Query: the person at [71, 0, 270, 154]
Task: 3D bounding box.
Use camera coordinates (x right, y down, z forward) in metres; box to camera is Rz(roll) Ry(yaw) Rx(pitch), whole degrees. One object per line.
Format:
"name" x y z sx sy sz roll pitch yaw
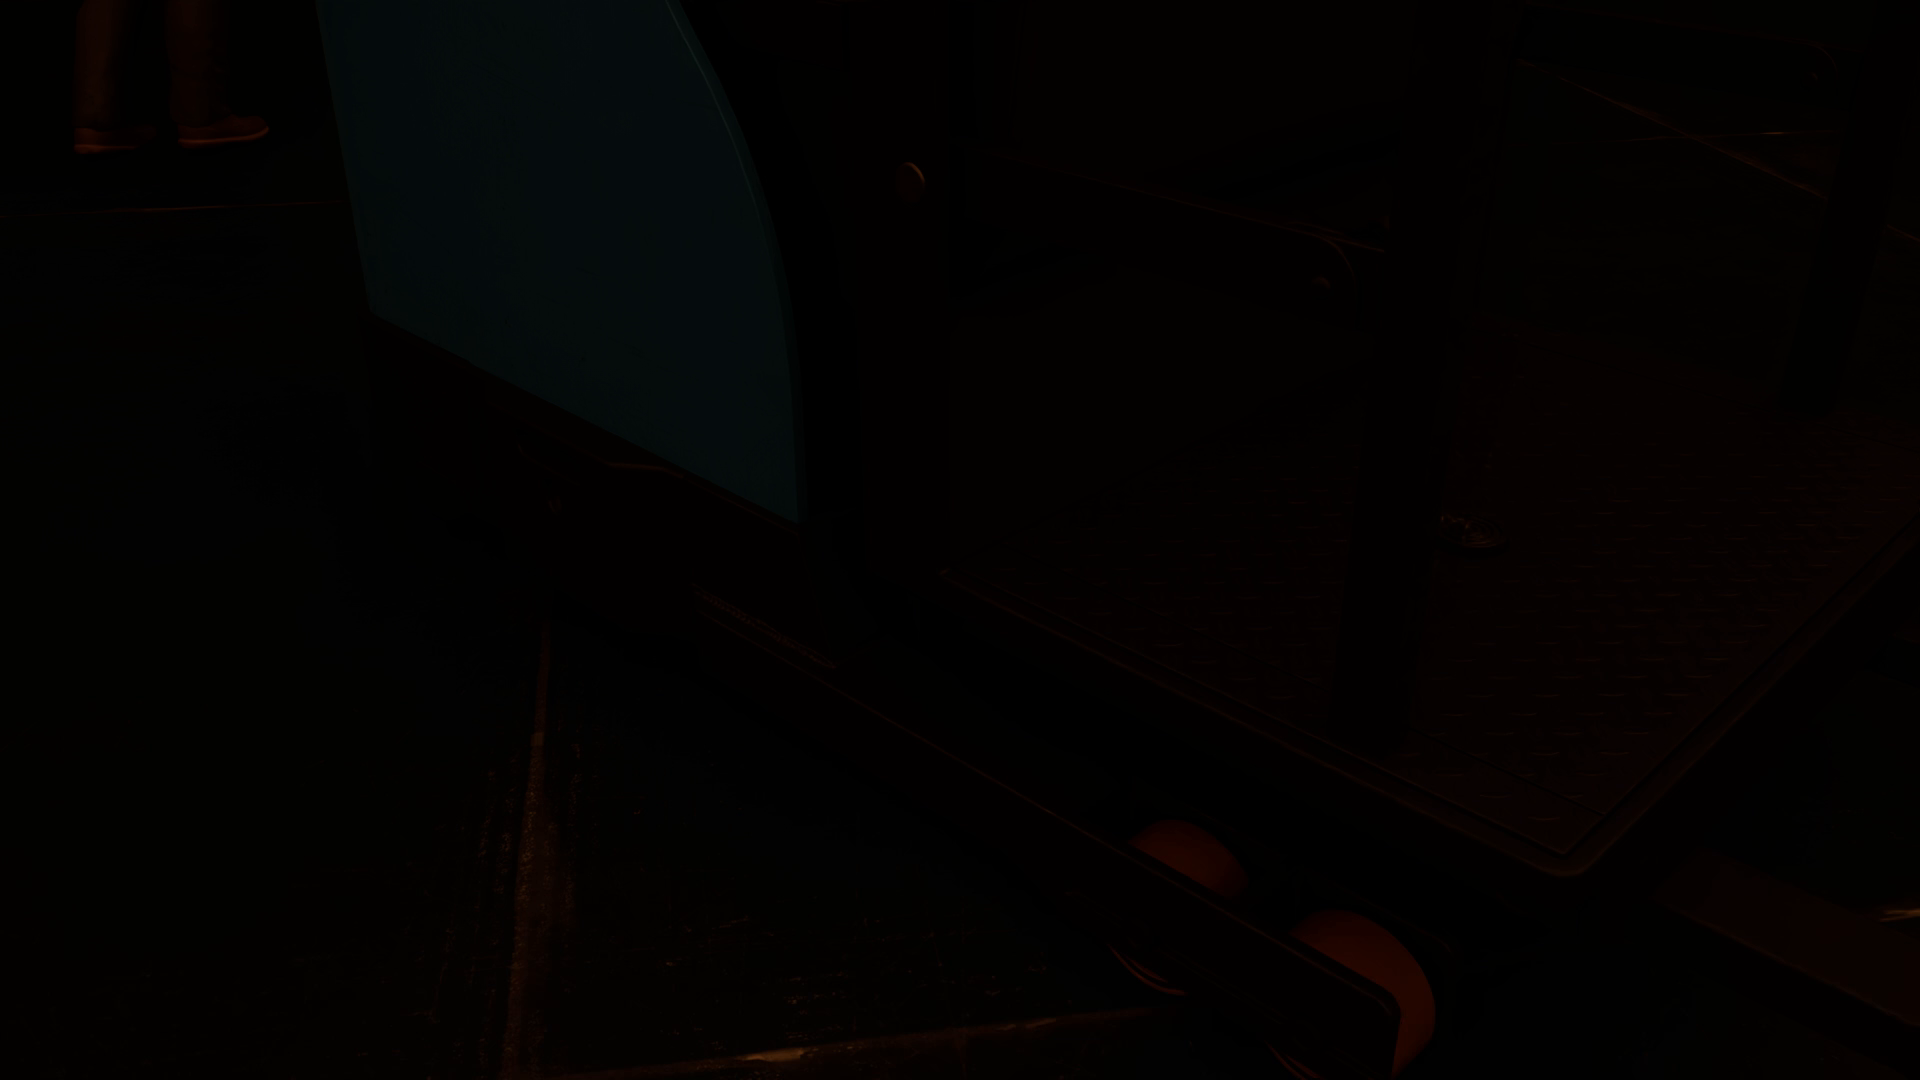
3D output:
"person" -2.120 -1.761 4.153 0.690 1.608 0.523 16 32 27

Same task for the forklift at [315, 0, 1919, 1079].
"forklift" 0.499 -1.058 1.368 3.031 2.935 1.130 25 37 38
